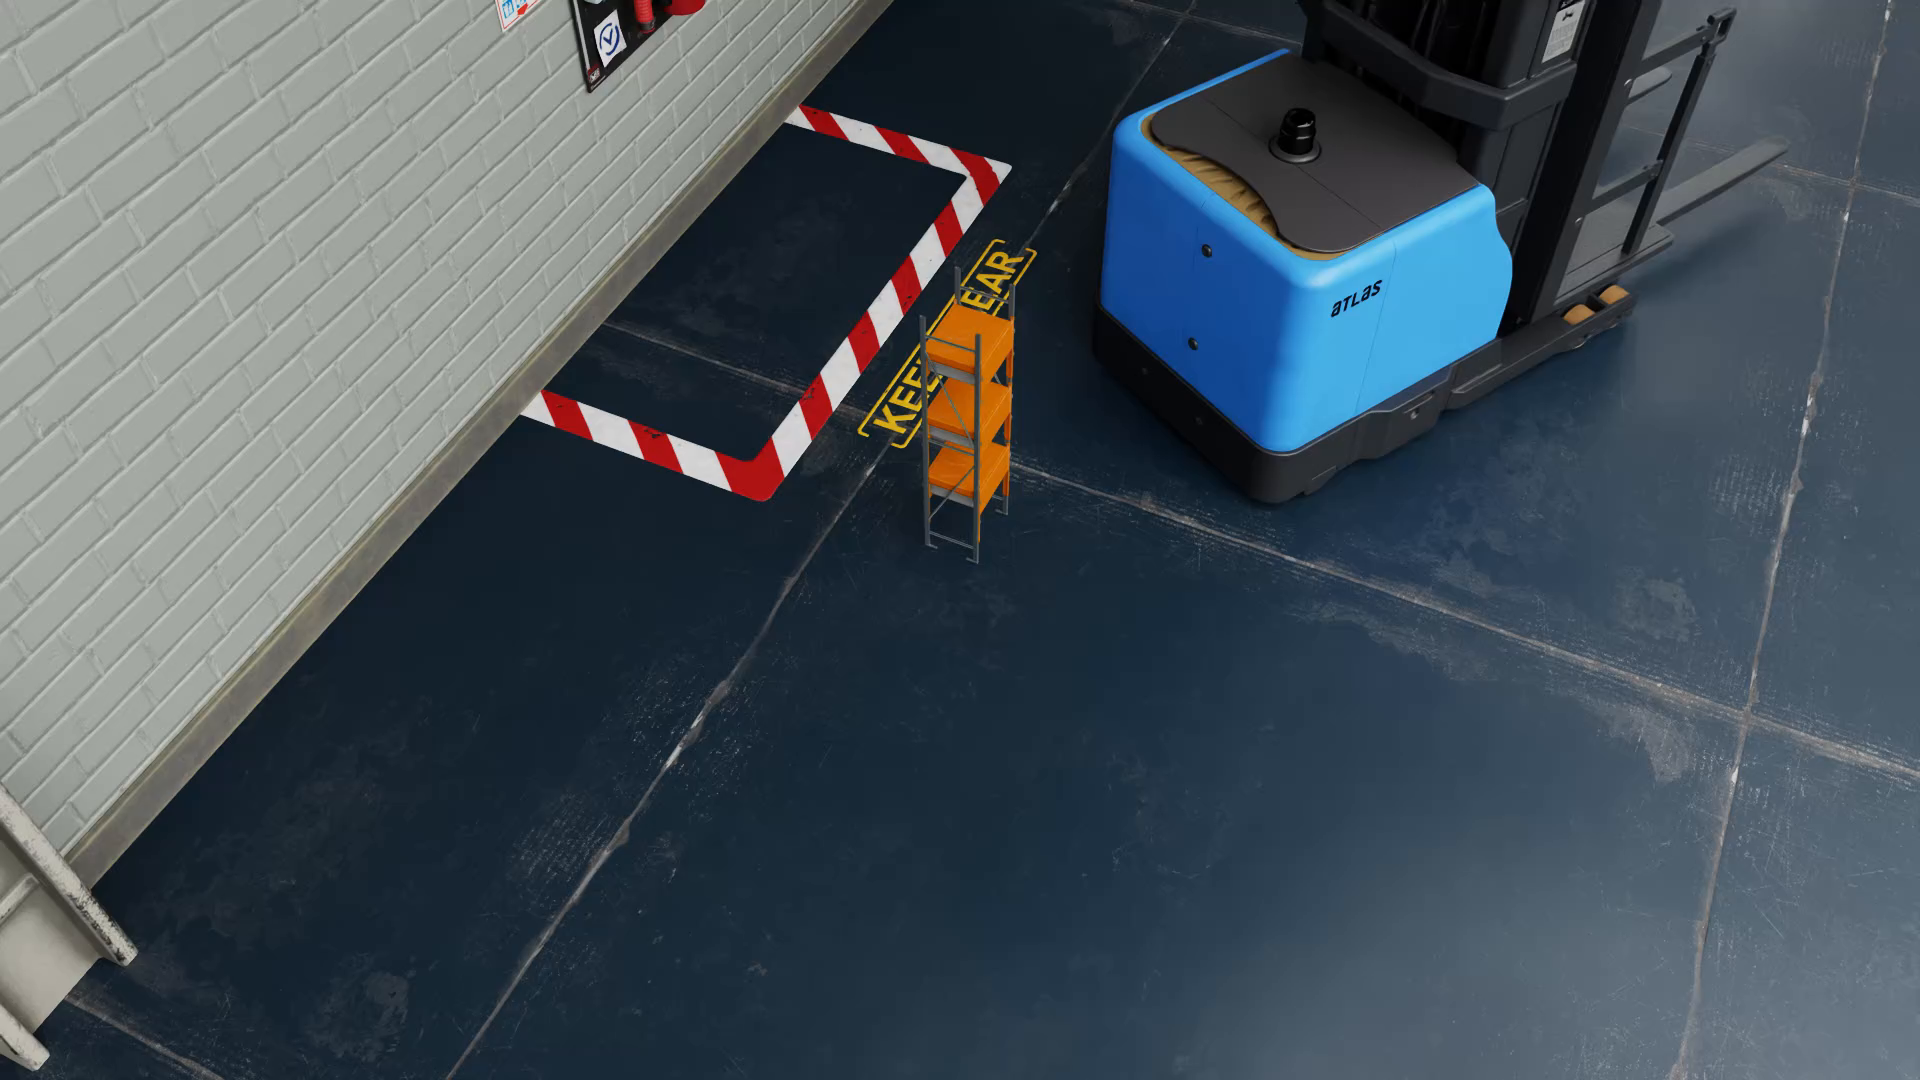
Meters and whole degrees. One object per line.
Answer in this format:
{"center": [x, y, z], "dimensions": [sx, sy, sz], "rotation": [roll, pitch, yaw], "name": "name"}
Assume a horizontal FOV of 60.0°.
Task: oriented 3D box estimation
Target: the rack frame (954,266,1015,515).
{"center": [0.075, -0.461, 5.453], "dimensions": [0.200, 1.050, 0.008], "rotation": [20, 52, 16], "name": "rack frame"}

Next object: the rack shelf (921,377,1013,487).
{"center": [0.023, -0.370, 5.390], "dimensions": [0.215, 0.259, 0.240], "rotation": [20, 52, 16], "name": "rack shelf"}

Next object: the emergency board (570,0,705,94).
{"center": [-1.094, -2.155, 5.614], "dimensions": [0.194, 1.169, 0.643], "rotation": [20, 52, 16], "name": "emergency board"}

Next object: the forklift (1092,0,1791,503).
{"center": [1.996, -1.988, 5.517], "dimensions": [3.031, 2.935, 1.130], "rotation": [-28, 55, -22], "name": "forklift"}

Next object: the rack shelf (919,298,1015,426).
{"center": [0.023, -0.554, 5.173], "dimensions": [0.215, 0.259, 0.240], "rotation": [20, 52, 16], "name": "rack shelf"}

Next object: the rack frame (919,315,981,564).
{"center": [-0.029, -0.293, 5.310], "dimensions": [0.200, 1.050, 0.008], "rotation": [20, 52, 16], "name": "rack frame"}

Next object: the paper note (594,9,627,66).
{"center": [-1.232, -1.770, 5.865], "dimensions": [0.016, 0.148, 0.142], "rotation": [20, 52, 16], "name": "paper note"}

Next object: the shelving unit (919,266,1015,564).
{"center": [0.023, -0.377, 5.382], "dimensions": [0.215, 1.050, 0.252], "rotation": [20, 52, 16], "name": "shelving unit"}

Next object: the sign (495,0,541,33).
{"center": [-1.424, -1.819, 5.305], "dimensions": [0.001, 0.329, 0.234], "rotation": [20, 52, 16], "name": "sign"}

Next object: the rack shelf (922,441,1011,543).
{"center": [0.023, -0.190, 5.601], "dimensions": [0.215, 0.259, 0.240], "rotation": [20, 52, 16], "name": "rack shelf"}
